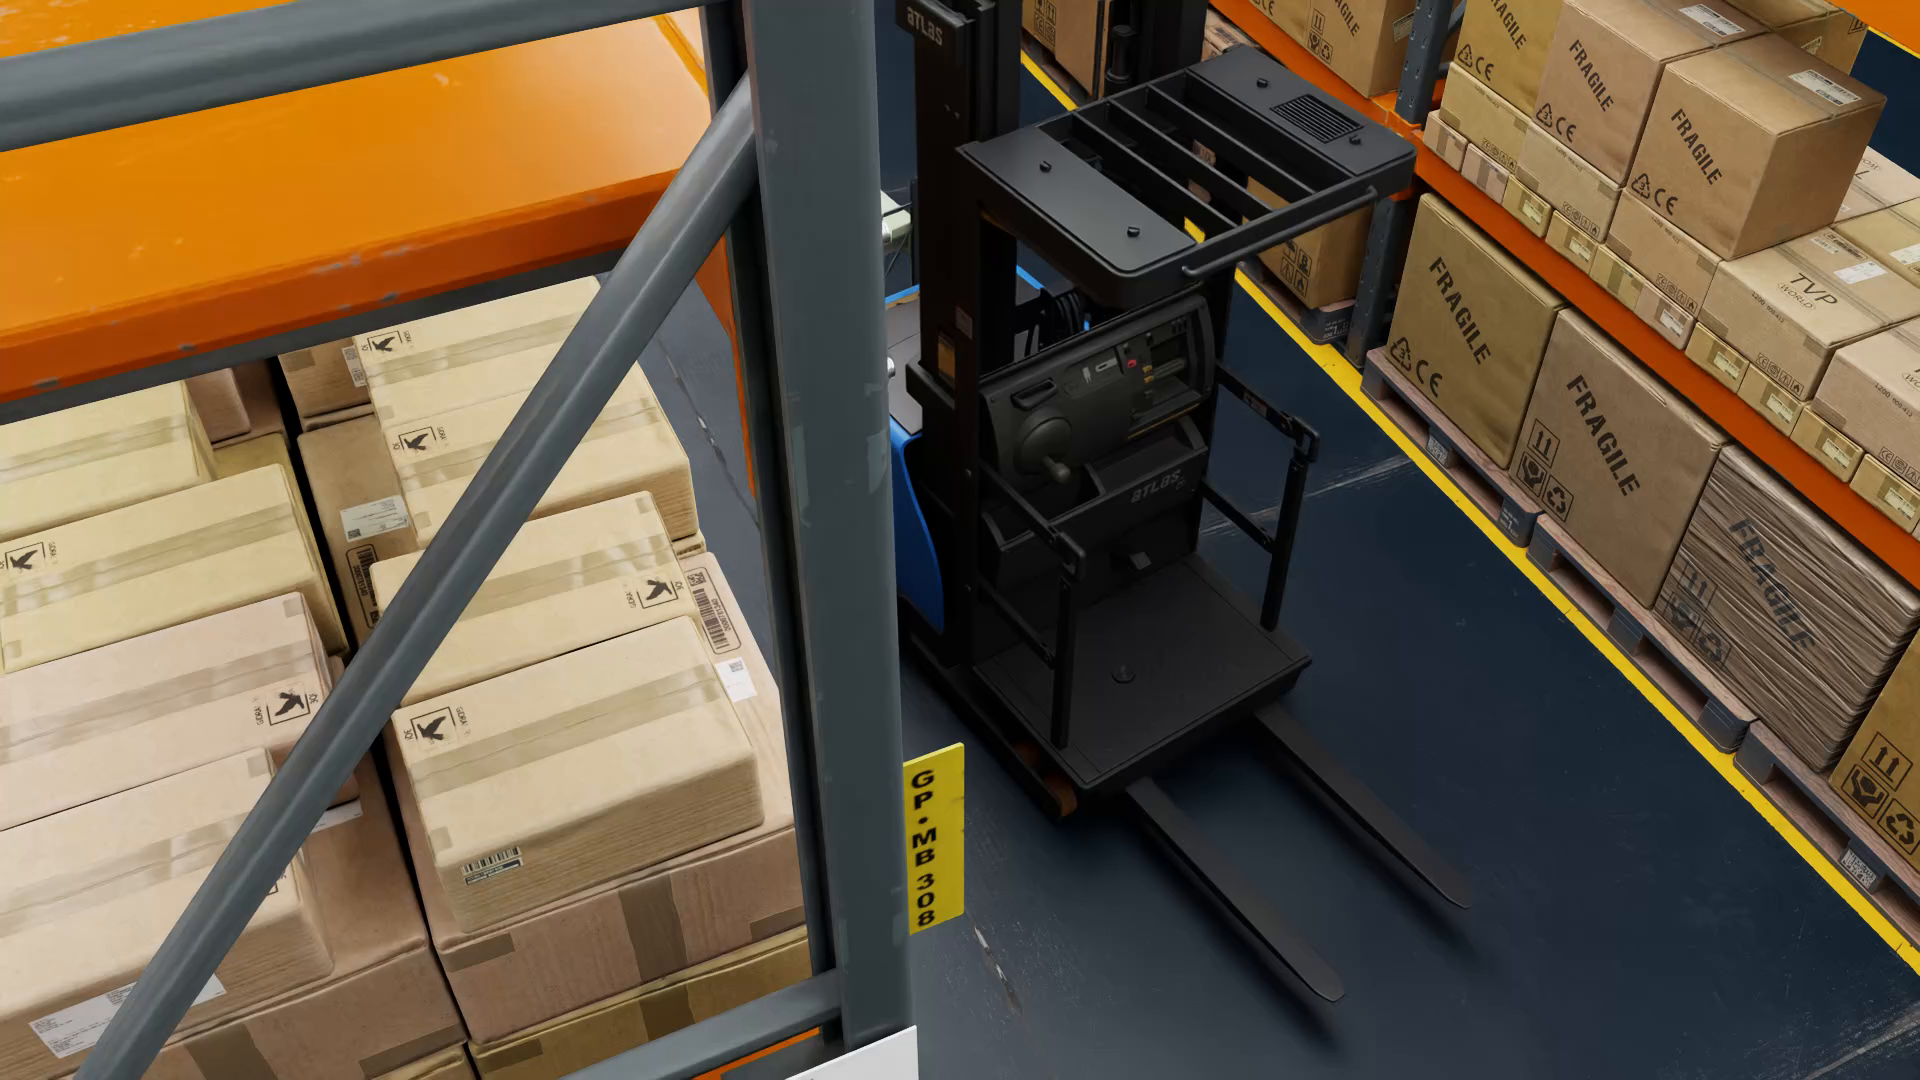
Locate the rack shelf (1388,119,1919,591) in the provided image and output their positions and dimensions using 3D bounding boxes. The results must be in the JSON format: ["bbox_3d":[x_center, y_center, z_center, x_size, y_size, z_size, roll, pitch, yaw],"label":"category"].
[{"bbox_3d":[3.168,-0.532,6.035,1.077,0.370,4.000,-18,47,-17],"label":"rack shelf"}]

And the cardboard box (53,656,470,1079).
[{"bbox_3d":[-0.959,0.476,2.116,0.500,0.250,0.500,-19,48,-19],"label":"cardboard box"}]

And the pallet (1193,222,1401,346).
[{"bbox_3d":[1.934,-1.540,8.529,1.003,0.211,1.213,-18,47,-17],"label":"pallet"}]

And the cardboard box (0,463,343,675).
[{"bbox_3d":[-1.064,0.078,2.236,0.380,0.149,0.250,-19,48,-19],"label":"cardboard box"}]

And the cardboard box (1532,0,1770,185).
[{"bbox_3d":[2.496,-1.686,6.053,0.500,0.500,0.500,-18,47,-17],"label":"cardboard box"}]

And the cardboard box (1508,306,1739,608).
[{"bbox_3d":[2.910,-0.439,6.641,0.875,0.875,0.875,-18,47,-17],"label":"cardboard box"}]

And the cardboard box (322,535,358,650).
[{"bbox_3d":[-1.383,0.017,2.937,0.500,0.250,0.500,-16,47,-16],"label":"cardboard box"}]

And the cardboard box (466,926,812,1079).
[{"bbox_3d":[-0.491,0.510,2.437,0.500,0.250,0.500,-16,47,-16],"label":"cardboard box"}]

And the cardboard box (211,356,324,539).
[{"bbox_3d":[-1.388,-0.177,2.778,0.500,0.250,0.500,-17,47,-17],"label":"cardboard box"}]

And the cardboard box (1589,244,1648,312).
[{"bbox_3d":[2.591,-1.022,6.198,0.380,0.149,0.250,-19,48,-18],"label":"cardboard box"}]

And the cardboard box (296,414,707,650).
[{"bbox_3d":[-0.703,0.005,2.593,0.500,0.250,0.500,-19,48,-18],"label":"cardboard box"}]

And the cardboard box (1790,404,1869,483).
[{"bbox_3d":[3.020,-0.370,5.537,0.380,0.149,0.250,-18,47,-17],"label":"cardboard box"}]

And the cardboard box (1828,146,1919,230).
[{"bbox_3d":[3.185,-1.257,6.153,0.500,0.250,0.500,-17,47,-17],"label":"cardboard box"}]

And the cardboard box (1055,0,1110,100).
[{"bbox_3d":[1.284,-2.989,9.226,1.225,0.875,0.875,-18,47,-17],"label":"cardboard box"}]

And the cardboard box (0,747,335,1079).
[{"bbox_3d":[-0.940,0.427,1.882,0.380,0.149,0.250,-18,48,-18],"label":"cardboard box"}]

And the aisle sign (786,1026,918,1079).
[{"bbox_3d":[-0.231,0.919,2.201,0.394,0.787,0.004,-18,47,-17],"label":"aisle sign"}]

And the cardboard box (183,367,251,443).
[{"bbox_3d":[-1.325,-0.238,2.556,0.380,0.149,0.250,-19,48,-18],"label":"cardboard box"}]

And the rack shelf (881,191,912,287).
[{"bbox_3d":[-0.532,-1.265,6.777,0.431,0.370,0.720,-26,50,-24],"label":"rack shelf"}]

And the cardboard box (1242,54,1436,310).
[{"bbox_3d":[2.040,-1.858,8.080,1.225,0.875,0.875,-18,47,-17],"label":"cardboard box"}]

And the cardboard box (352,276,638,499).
[{"bbox_3d":[-0.704,-0.239,2.557,0.380,0.149,0.250,-17,47,-17],"label":"cardboard box"}]

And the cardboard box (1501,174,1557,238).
[{"bbox_3d":[2.371,-1.352,6.532,0.380,0.149,0.250,-17,47,-16],"label":"cardboard box"}]

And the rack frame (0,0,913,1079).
[{"bbox_3d":[-0.534,-0.249,0.964,1.000,3.000,0.127,-18,47,-17],"label":"rack frame"}]

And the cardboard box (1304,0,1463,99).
[{"bbox_3d":[1.882,-2.316,7.259,0.500,0.500,0.500,-18,47,-17],"label":"cardboard box"}]

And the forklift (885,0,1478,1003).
[{"bbox_3d":[0.604,-0.416,5.453,1.130,2.935,3.031,-26,50,-24],"label":"forklift"}]

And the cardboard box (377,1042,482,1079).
[{"bbox_3d":[-0.965,0.660,2.285,0.500,0.250,0.500,-19,48,-18],"label":"cardboard box"}]

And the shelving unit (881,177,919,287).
[{"bbox_3d":[-0.532,-0.987,7.051,0.431,1.500,0.755,-26,50,-24],"label":"shelving unit"}]

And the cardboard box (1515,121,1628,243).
[{"bbox_3d":[2.491,-1.420,6.318,0.500,0.250,0.500,-18,47,-18],"label":"cardboard box"}]

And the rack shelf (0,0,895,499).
[{"bbox_3d":[-1.375,-1.266,2.510,1.077,0.370,4.000,-18,47,-17],"label":"rack shelf"}]

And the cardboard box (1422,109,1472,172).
[{"bbox_3d":[2.149,-1.687,6.872,0.380,0.149,0.250,-18,47,-17],"label":"cardboard box"}]

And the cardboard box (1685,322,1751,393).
[{"bbox_3d":[2.806,-0.694,5.865,0.380,0.149,0.250,-19,48,-19],"label":"cardboard box"}]

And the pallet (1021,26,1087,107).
[{"bbox_3d":[0.908,-3.095,10.105,1.003,0.211,1.213,-18,47,-17],"label":"pallet"}]

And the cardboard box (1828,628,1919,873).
[{"bbox_3d":[3.667,0.709,5.479,0.875,0.875,0.875,-18,47,-17],"label":"cardboard box"}]

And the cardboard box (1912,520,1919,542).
[{"bbox_3d":[3.240,-0.040,5.202,0.380,0.149,0.250,-17,47,-17],"label":"cardboard box"}]

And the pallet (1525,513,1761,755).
[{"bbox_3d":[3.092,0.216,6.750,1.003,0.211,1.213,-18,47,-17],"label":"pallet"}]

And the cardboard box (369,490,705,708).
[{"bbox_3d":[-0.555,0.111,2.202,0.380,0.149,0.250,-16,47,-16],"label":"cardboard box"}]

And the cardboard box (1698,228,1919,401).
[{"bbox_3d":[2.914,-0.775,5.664,0.500,0.250,0.500,-18,47,-17],"label":"cardboard box"}]

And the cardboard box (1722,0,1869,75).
[{"bbox_3d":[2.970,-1.848,6.217,0.500,0.500,0.500,-18,47,-17],"label":"cardboard box"}]
